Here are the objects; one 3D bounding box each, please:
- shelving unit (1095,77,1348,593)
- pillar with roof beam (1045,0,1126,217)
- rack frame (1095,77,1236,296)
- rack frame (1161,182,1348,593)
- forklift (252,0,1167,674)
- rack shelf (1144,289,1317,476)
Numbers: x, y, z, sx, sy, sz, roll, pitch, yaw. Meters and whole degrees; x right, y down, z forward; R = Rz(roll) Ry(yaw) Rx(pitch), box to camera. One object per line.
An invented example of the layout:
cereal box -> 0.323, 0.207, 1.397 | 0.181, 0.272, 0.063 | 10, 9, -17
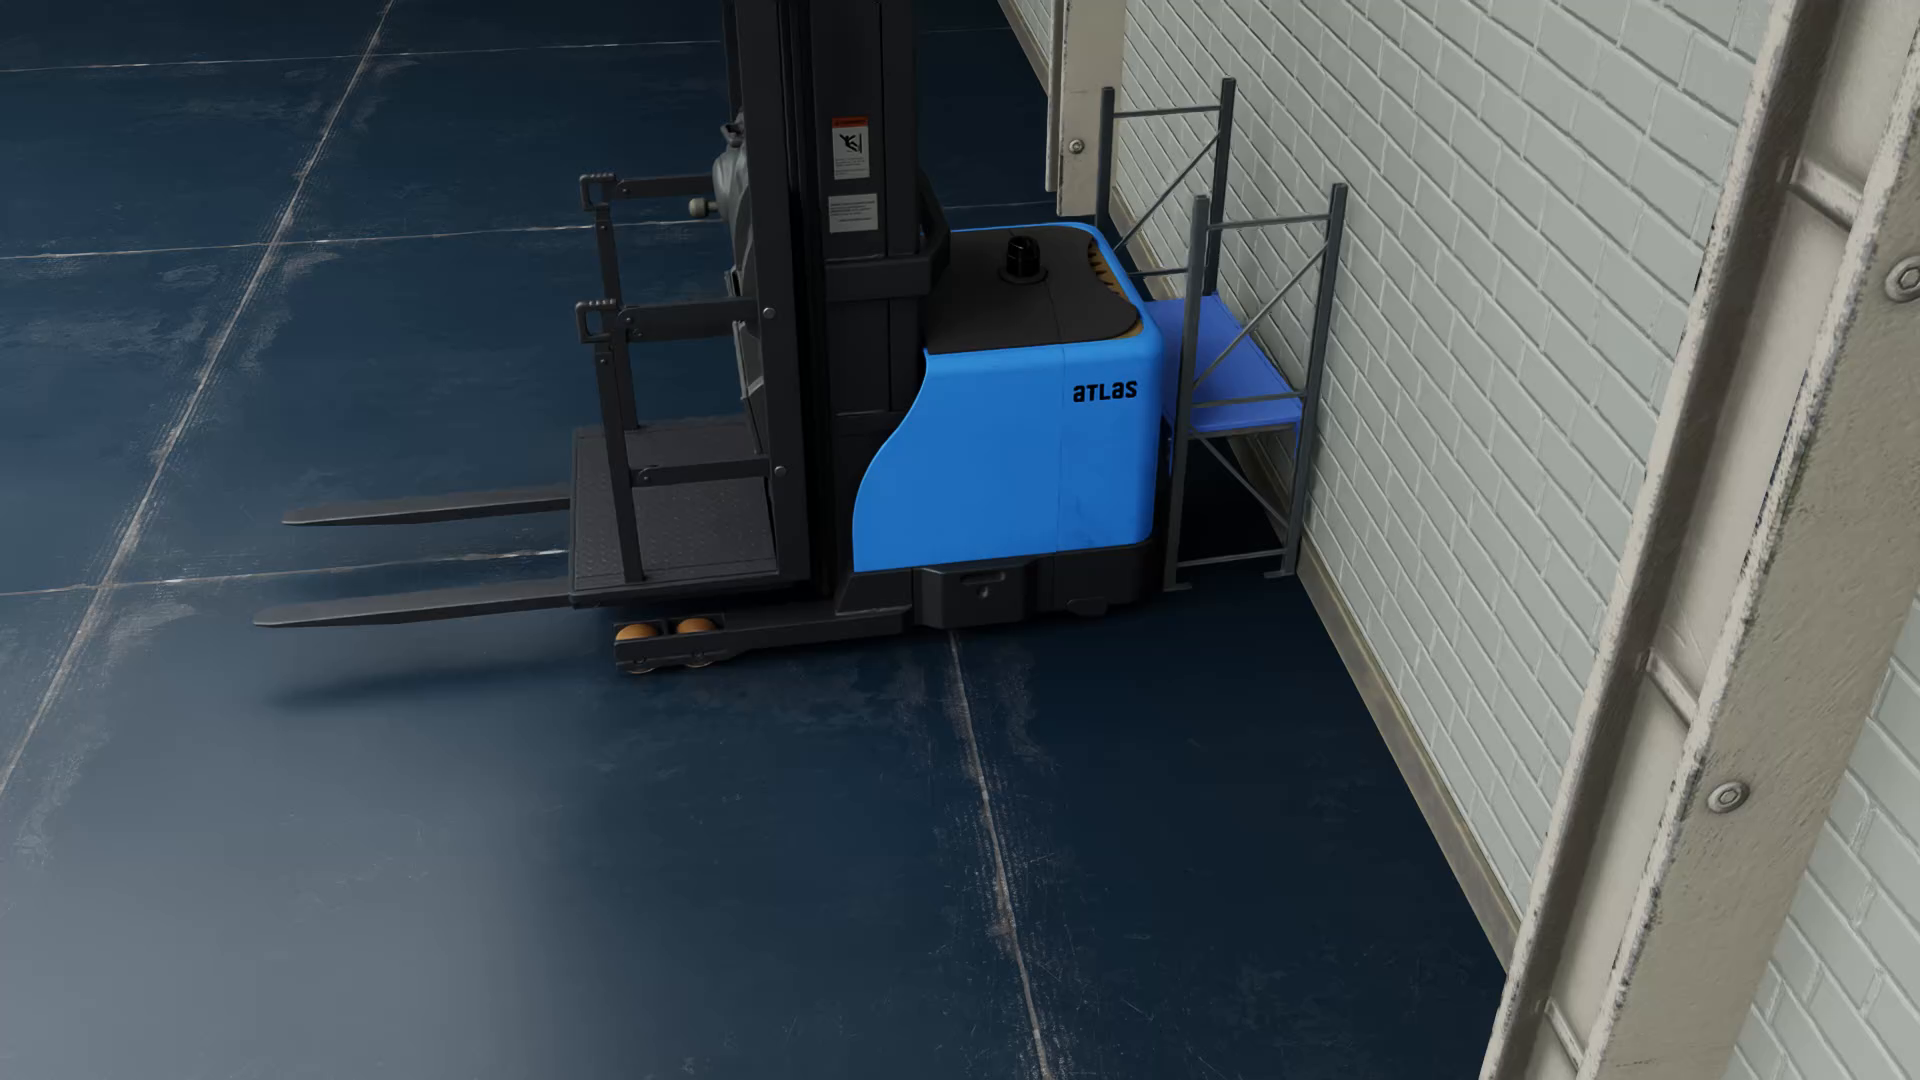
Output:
shelving unit -> 0.864, -0.749, 6.018 | 0.538, 1.500, 1.048 | -7, 35, -10
pillar with roof beam -> -3.622, -5.216, 5.913 | 9.100, 9.000, 0.400 | -4, 35, -6
rack frame -> 0.755, -1.029, 6.428 | 0.500, 1.500, 0.032 | -7, 35, -10
rack frame -> 0.972, -0.470, 5.607 | 0.500, 1.500, 0.032 | -7, 35, -10
forklift -> -0.887, -1.084, 5.239 | 3.031, 2.935, 1.130 | -6, 35, -8
rack shelf -> 0.864, -0.601, 6.119 | 0.538, 0.185, 1.000 | -7, 35, -10
